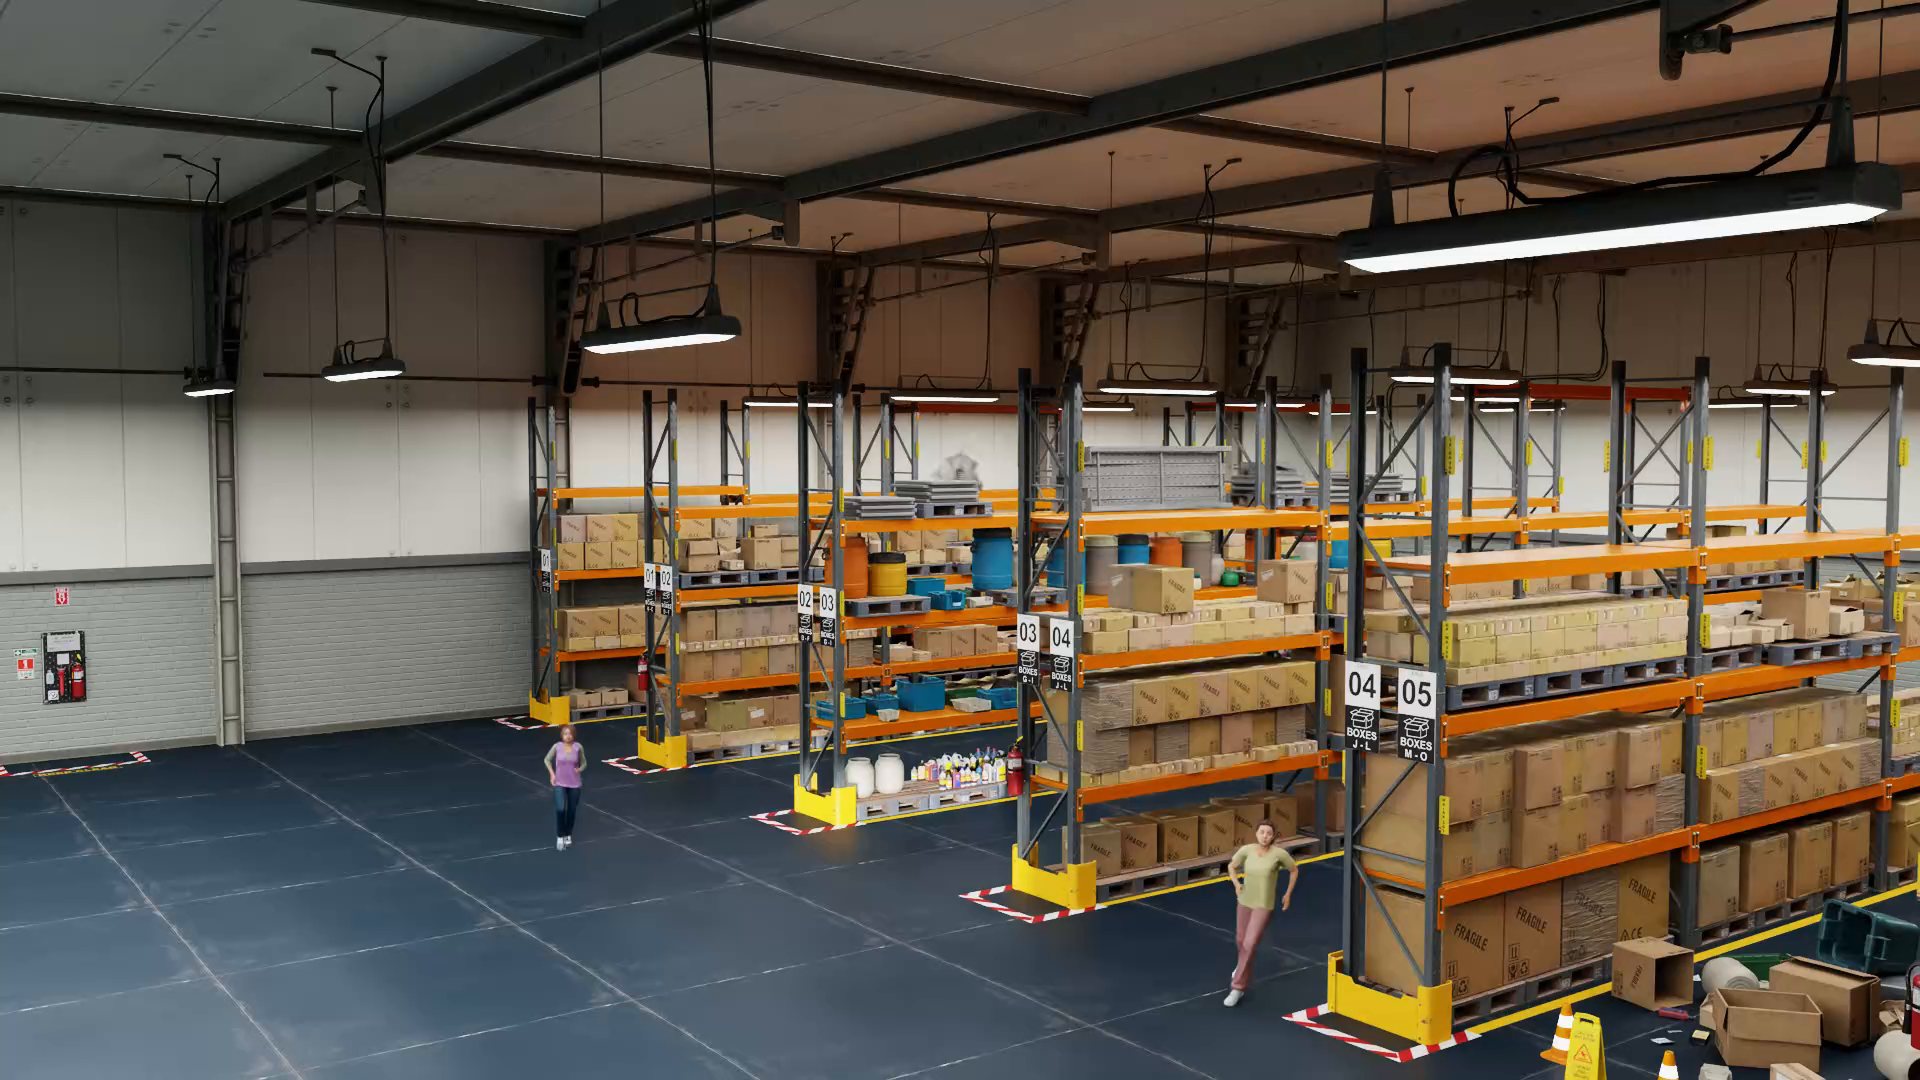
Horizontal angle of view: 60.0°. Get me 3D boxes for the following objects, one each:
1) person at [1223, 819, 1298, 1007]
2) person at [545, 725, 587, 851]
[{"bbox_3d":[2.762,3.412,15.457,0.644,1.662,0.925,2,4,29],"label":"person"},{"bbox_3d":[-4.968,3.127,21.009,0.512,1.593,0.666,-1,4,-17],"label":"person"}]
